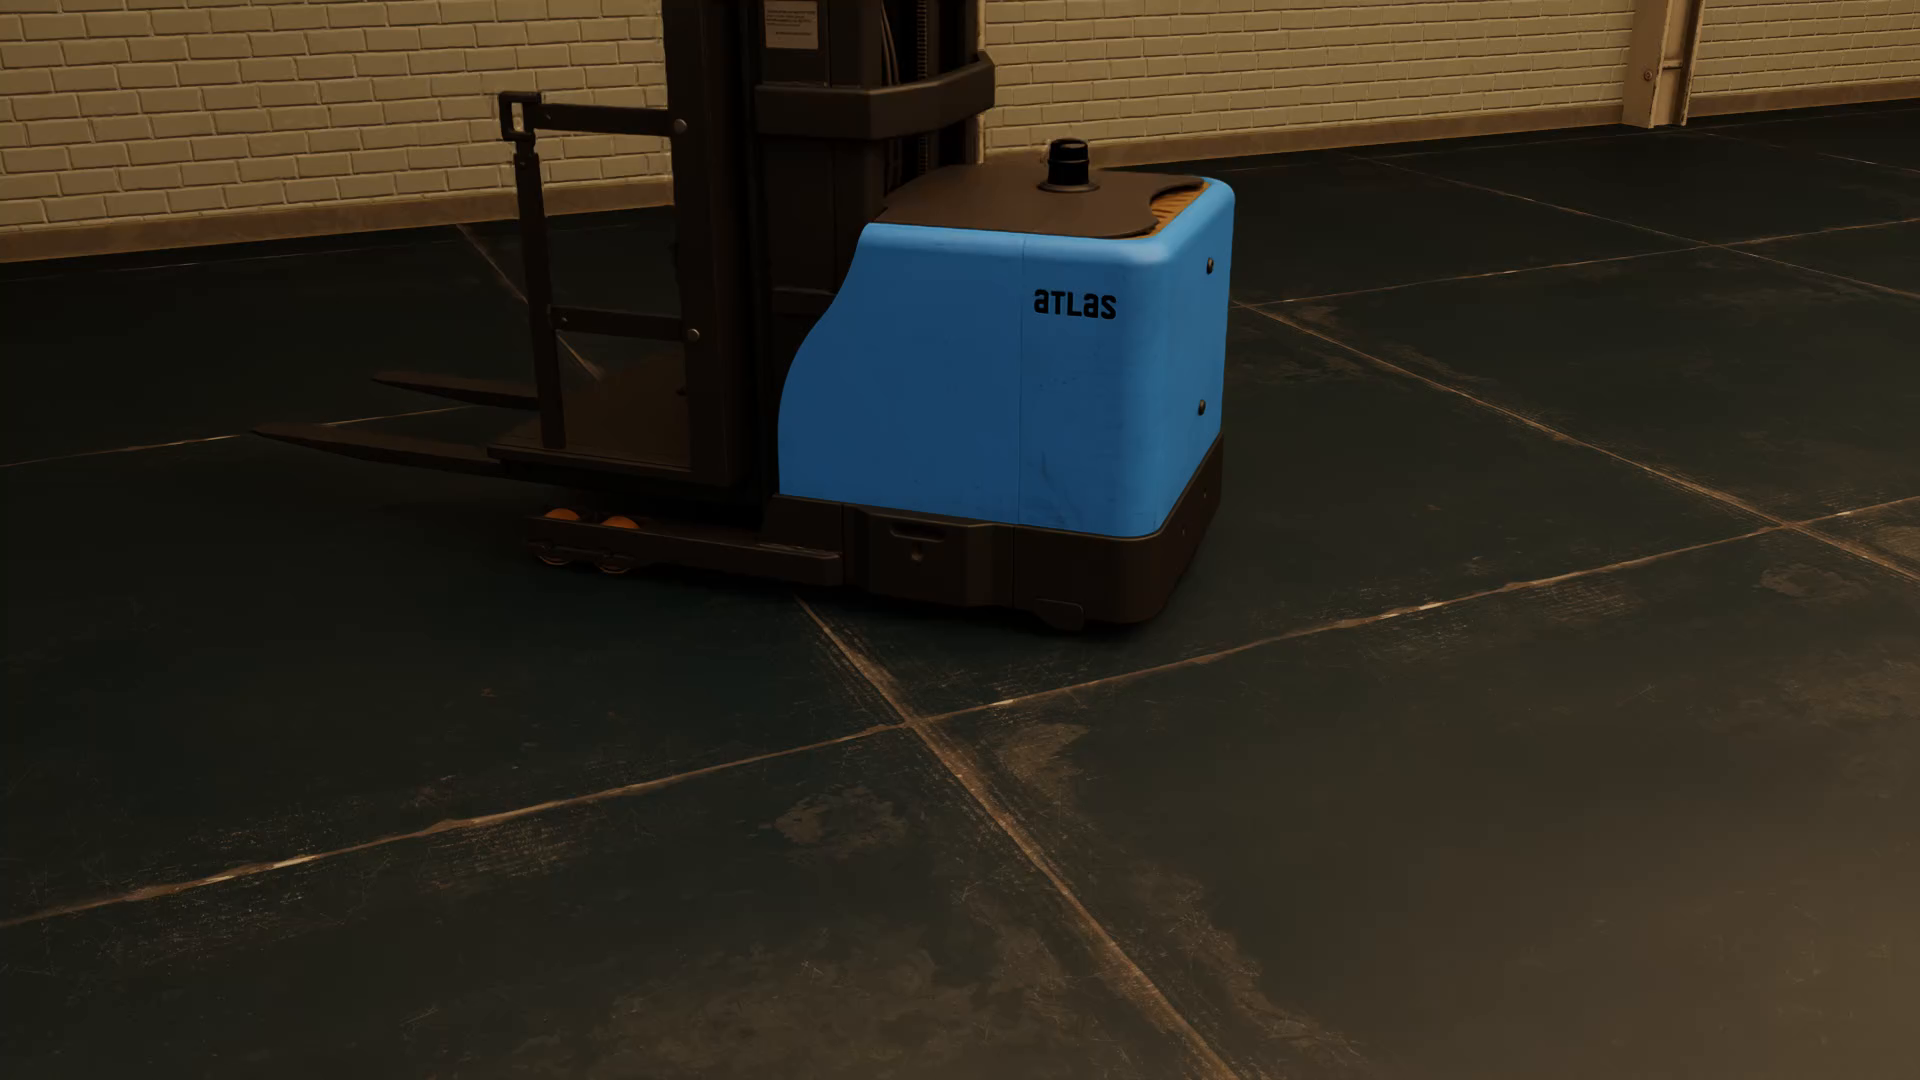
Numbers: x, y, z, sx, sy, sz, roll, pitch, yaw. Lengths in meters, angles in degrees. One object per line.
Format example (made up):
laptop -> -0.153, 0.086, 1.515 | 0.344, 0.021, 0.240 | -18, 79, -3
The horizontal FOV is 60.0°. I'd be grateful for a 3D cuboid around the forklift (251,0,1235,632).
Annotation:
forklift -> -0.760, -1.435, 4.740 | 3.031, 2.935, 1.130 | 8, 24, 18
